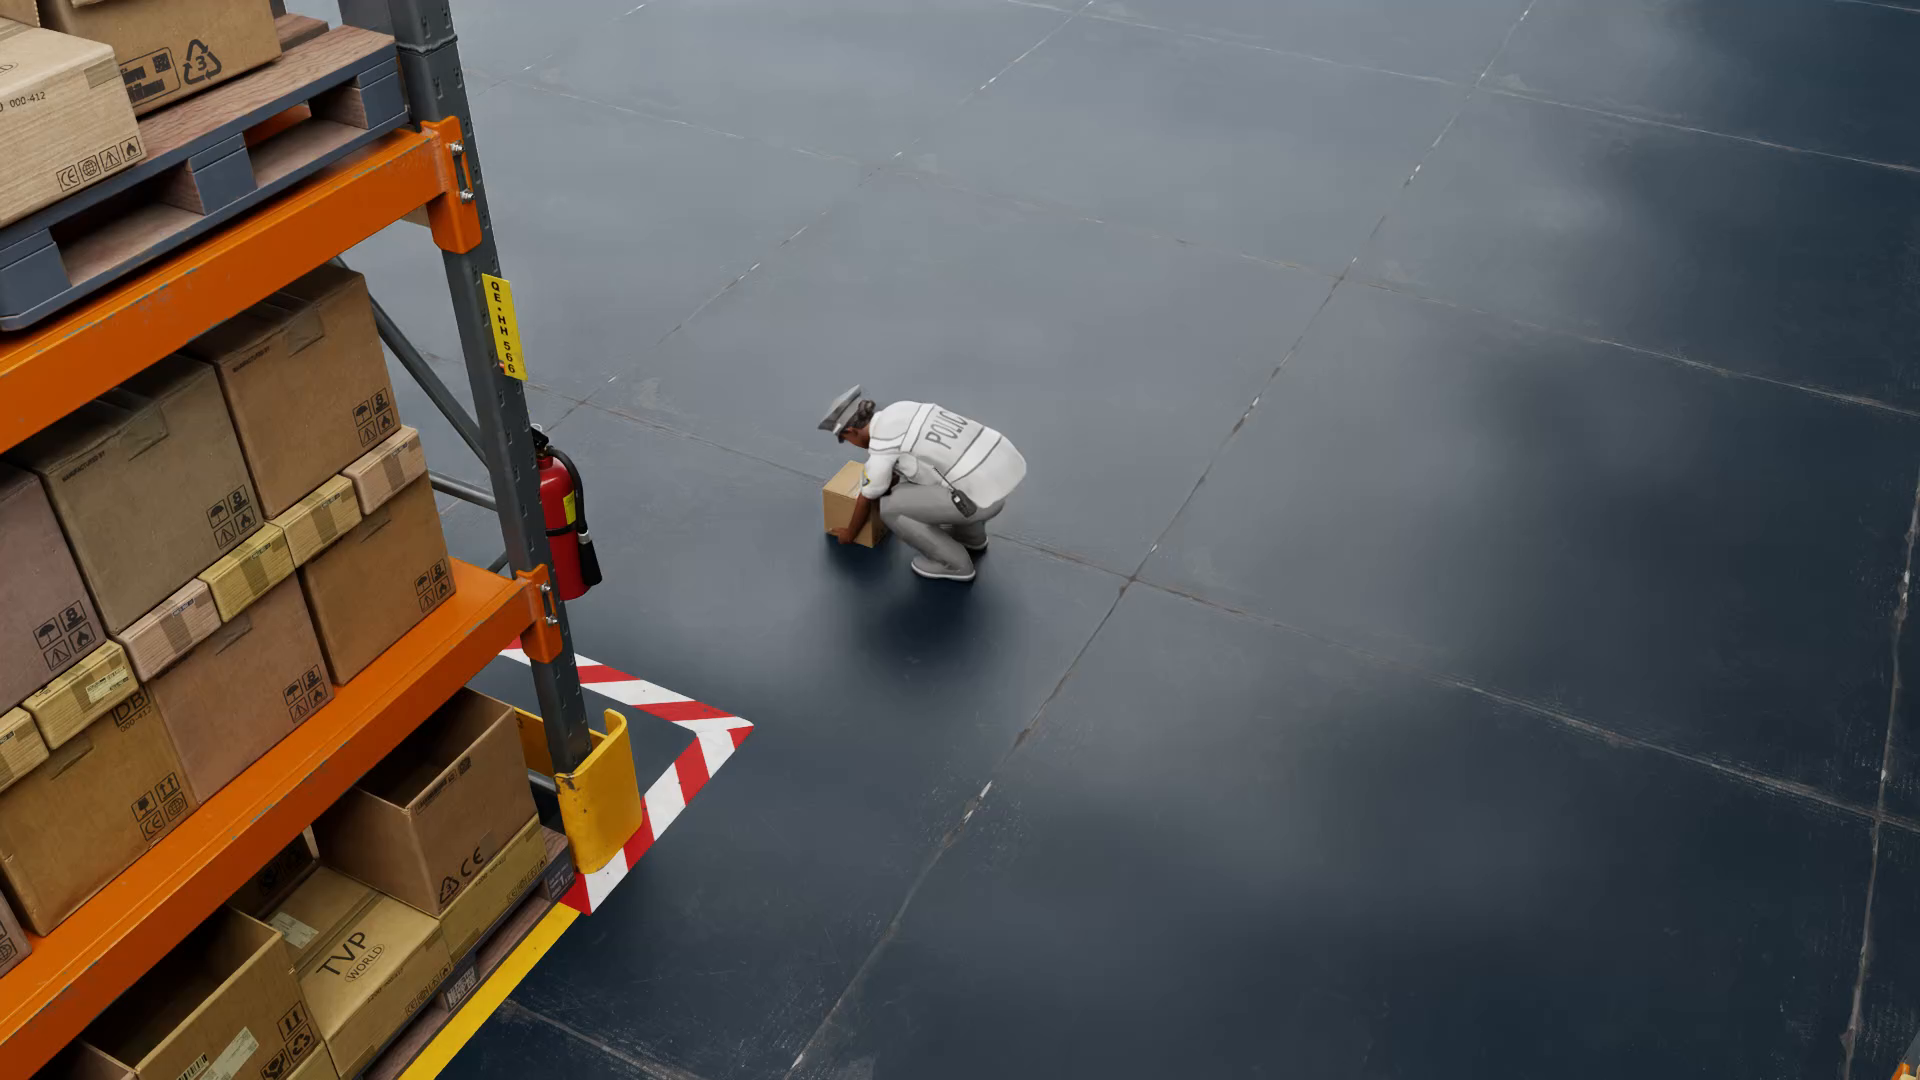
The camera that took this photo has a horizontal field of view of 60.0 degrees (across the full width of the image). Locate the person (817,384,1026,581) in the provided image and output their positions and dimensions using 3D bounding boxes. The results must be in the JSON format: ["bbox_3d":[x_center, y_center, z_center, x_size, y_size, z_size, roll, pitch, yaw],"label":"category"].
[{"bbox_3d":[-0.172,-0.256,7.229,0.915,0.791,0.454,17,41,20],"label":"person"}]
